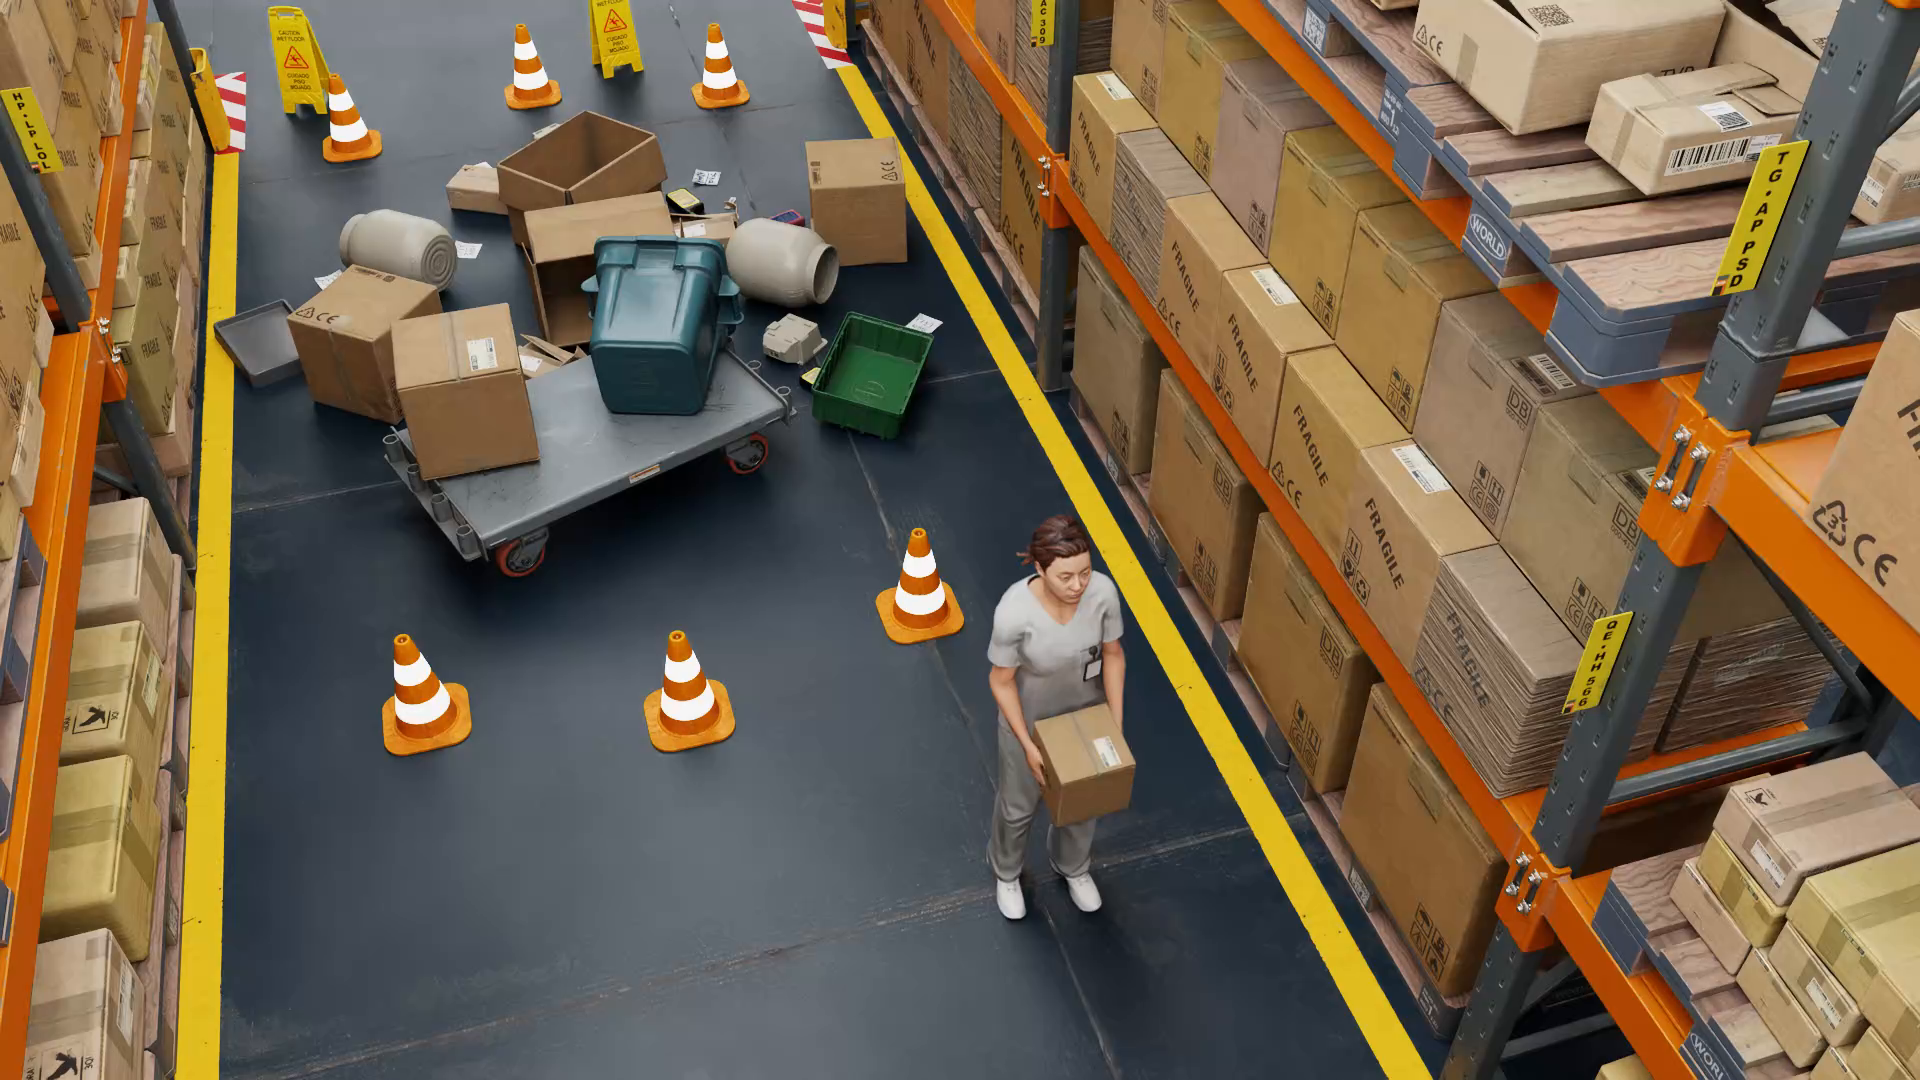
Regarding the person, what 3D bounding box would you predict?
[{"bbox_3d":[0.323,0.612,5.489,0.465,1.675,0.461,-13,44,-14],"label":"person"}]
